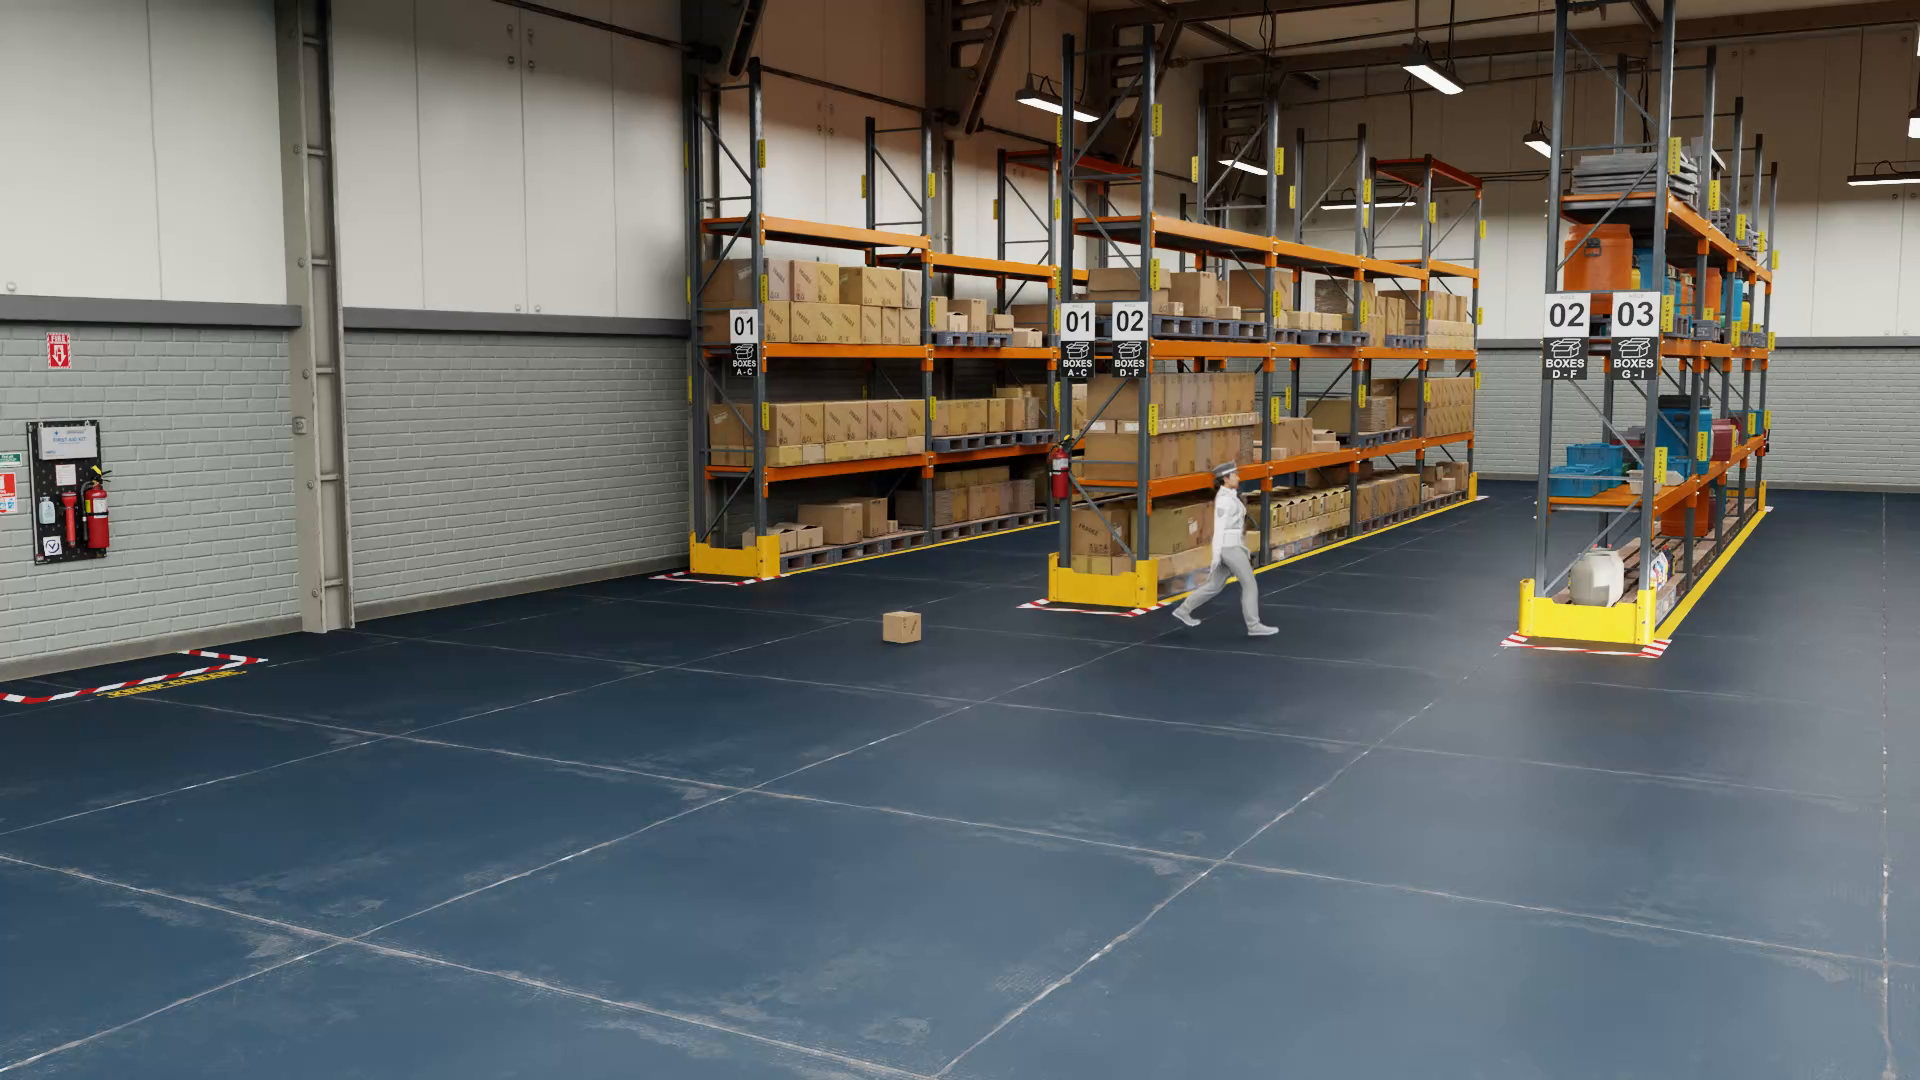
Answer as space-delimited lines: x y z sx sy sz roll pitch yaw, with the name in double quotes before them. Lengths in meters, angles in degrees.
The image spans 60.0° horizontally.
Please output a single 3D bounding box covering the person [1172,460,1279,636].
"person" 2.492 0.063 15.573 0.992 1.642 0.482 1 6 7
